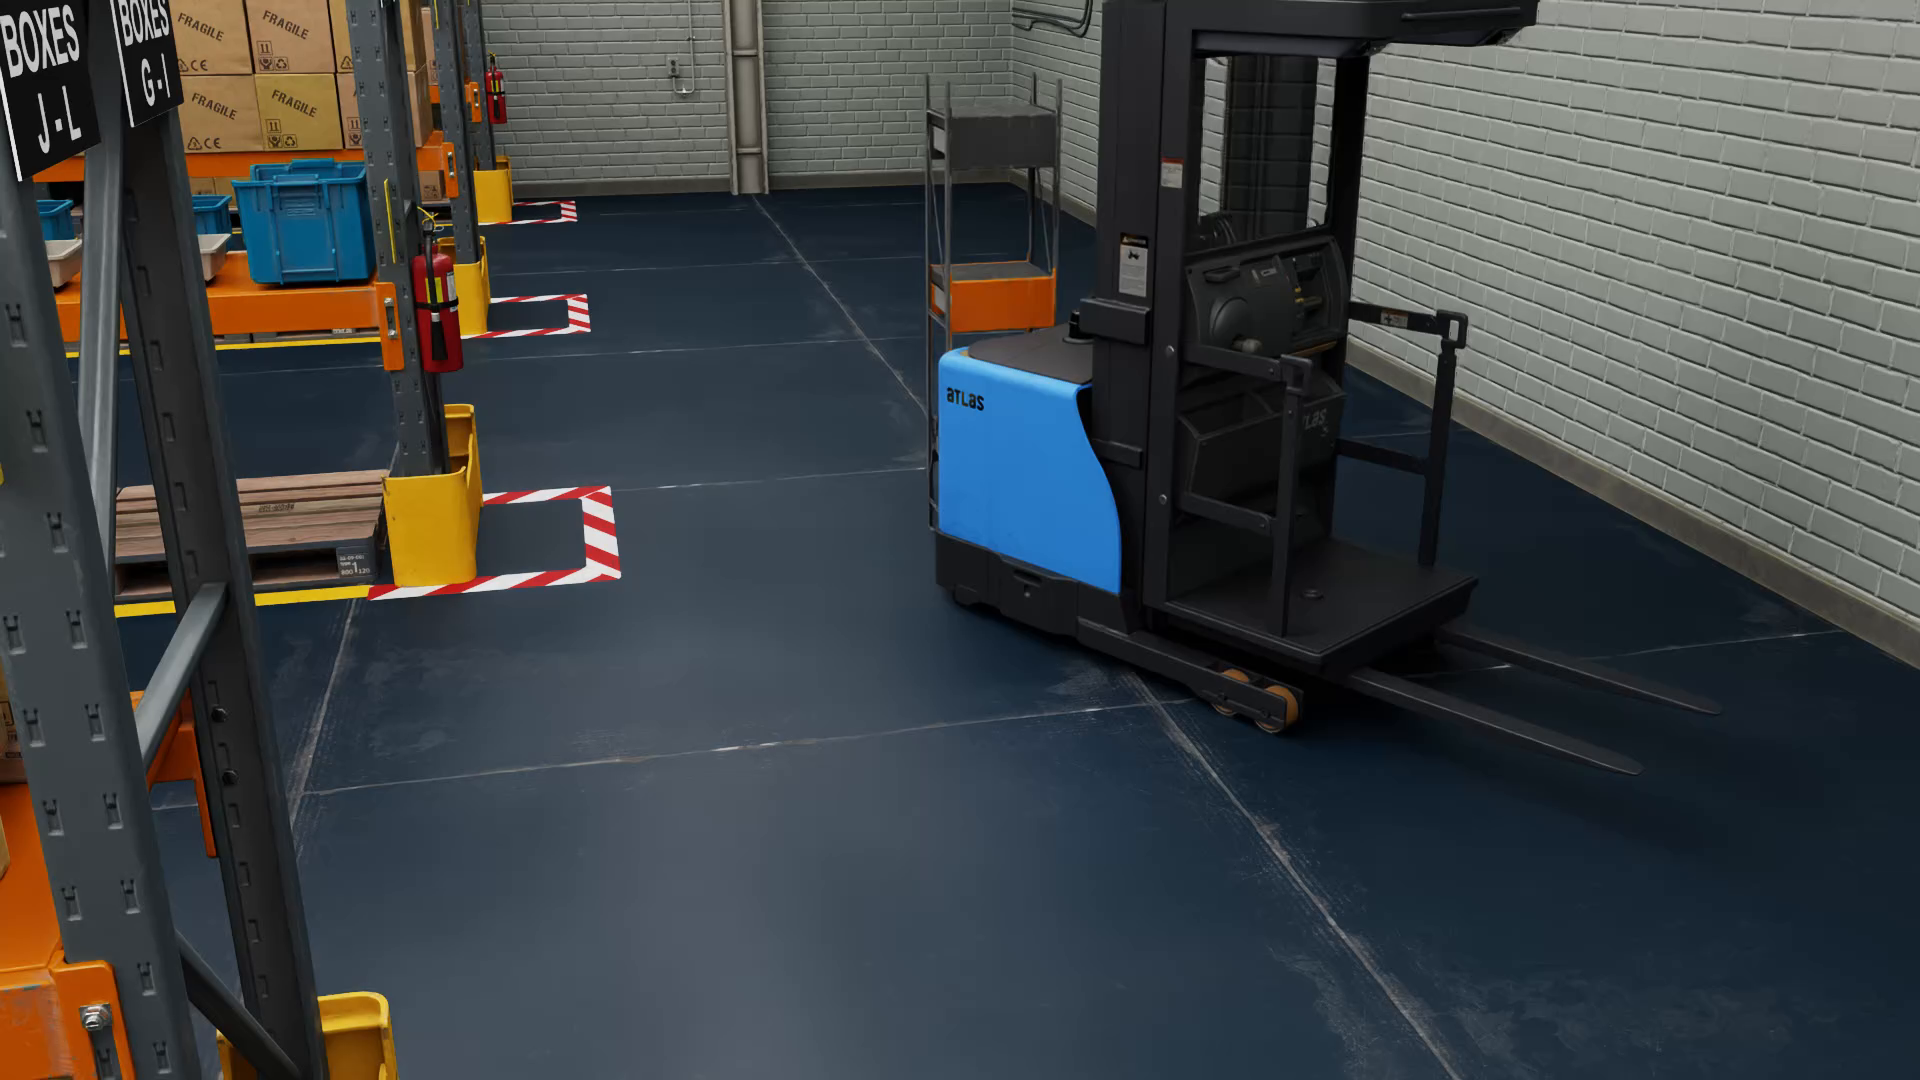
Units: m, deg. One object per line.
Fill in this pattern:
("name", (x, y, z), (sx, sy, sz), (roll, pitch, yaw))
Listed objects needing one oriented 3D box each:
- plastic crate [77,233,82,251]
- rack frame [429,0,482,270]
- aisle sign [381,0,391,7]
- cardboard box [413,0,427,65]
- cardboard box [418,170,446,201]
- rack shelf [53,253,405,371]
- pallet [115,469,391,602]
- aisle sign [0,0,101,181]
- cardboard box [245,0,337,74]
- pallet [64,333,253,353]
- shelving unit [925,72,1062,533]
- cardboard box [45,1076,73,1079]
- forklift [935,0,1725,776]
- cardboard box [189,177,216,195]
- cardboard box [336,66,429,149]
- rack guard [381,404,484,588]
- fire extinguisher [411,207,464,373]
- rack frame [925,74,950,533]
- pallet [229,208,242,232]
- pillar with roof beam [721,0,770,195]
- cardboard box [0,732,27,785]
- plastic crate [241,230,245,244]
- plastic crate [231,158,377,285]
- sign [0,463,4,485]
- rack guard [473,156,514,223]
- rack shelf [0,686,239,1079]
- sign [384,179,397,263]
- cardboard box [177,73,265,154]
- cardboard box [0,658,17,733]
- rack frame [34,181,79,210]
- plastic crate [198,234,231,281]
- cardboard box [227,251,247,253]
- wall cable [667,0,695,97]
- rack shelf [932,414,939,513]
("plastic crate", (-3.759, -1.342, 7.413), (0.298, 0.136, 0.250), (-5, 21, -12))
("rack frame", (-3.588, -3.057, 11.798), (0.127, 3.000, 1.000), (-5, 21, -12))
("aisle sign", (-2.314, -2.527, 6.571), (0.004, 0.787, 0.394), (-5, 21, -12))
("cardboard box", (-4.080, -3.626, 11.754), (0.500, 0.500, 0.500), (-4, 20, -11))
("cardboard box", (-5.389, -3.649, 16.439), (0.500, 0.500, 0.700), (-5, 21, -12))
("rack shelf", (-4.398, -0.902, 6.962), (4.000, 0.370, 1.077), (-5, 21, -12))
("pallet", (-3.263, -0.037, 7.608), (1.213, 0.211, 1.003), (-5, 21, -12))
("aisle sign", (-1.173, -0.866, 2.039), (0.004, 0.787, 0.394), (-5, 21, -12))
("cardboard box", (-4.449, -3.405, 11.151), (0.500, 0.500, 0.500), (-4, 21, -11))
("pallet", (-5.622, -1.582, 11.828), (1.213, 0.211, 1.003), (-5, 21, -12))
("shelving unit", (0.138, -1.005, 7.504), (0.503, 2.100, 0.431), (-5, 21, -14))
("cardboard box", (-1.916, 1.138, 2.827), (0.875, 0.875, 0.875), (-5, 21, -12))
("forklift", (1.285, -0.888, 5.978), (1.130, 2.935, 3.031), (-19, 27, -41))
("cardboard box", (-7.383, -3.485, 15.990), (0.500, 0.500, 0.700), (-5, 21, -13))
("cardboard box", (-3.961, -2.977, 11.435), (0.500, 0.500, 0.500), (-4, 20, -11))
("rack guard", (-2.431, -0.231, 7.718), (0.348, 0.500, 1.175), (-5, 21, -12))
("fire extinguisher", (-2.200, -1.047, 6.965), (0.183, 0.674, 0.296), (-5, 21, -12))
("rack frame", (-0.098, -0.984, 7.447), (0.015, 2.100, 0.400), (-5, 21, -14))
("pallet", (-6.676, -3.220, 16.299), (1.213, 0.211, 1.003), (-5, 21, -12))
("pillar with roof beam", (-1.312, -6.594, 12.732), (0.400, 9.000, 9.100), (-5, 21, -12))
("cardboard box", (-1.733, 0.295, 3.013), (0.250, 0.149, 0.380), (-4, 21, -12))
("plastic crate", (-3.099, -1.396, 7.560), (0.298, 0.136, 0.250), (-5, 21, -12))
("plastic crate", (-2.734, -1.354, 7.011), (0.499, 0.435, 0.616), (-5, 21, -12))
("sign", (-1.200, -0.212, 2.006), (0.005, 0.325, 0.100), (-5, 21, -12))
("rack guard", (-4.708, -3.543, 16.759), (0.348, 0.500, 1.175), (-5, 21, -12))
("rack shelf", (-3.258, 0.756, 2.436), (4.000, 0.370, 1.077), (-5, 21, -12))
("sign", (-2.309, -1.292, 6.743), (0.005, 0.325, 0.100), (-5, 21, -12))
("cardboard box", (-4.952, -2.897, 11.217), (0.500, 0.500, 0.500), (-4, 21, -12))
("cardboard box", (-1.841, 0.138, 2.862), (0.500, 0.250, 0.500), (-5, 21, -14))
("rack frame", (-8.624, -4.398, 15.459), (0.127, 3.000, 1.000), (-5, 21, -12))
("plastic crate", (-3.203, -1.177, 6.964), (0.243, 0.136, 0.396), (-5, 21, -12))
("cardboard box", (-5.155, -1.945, 12.121), (0.500, 0.250, 0.500), (-5, 21, -12))
("wall cable", (-3.703, -5.609, 17.290), (1.851, 1.984, 0.084), (-5, 21, -12))
("rack shelf", (0.138, -0.334, 7.750), (0.480, 0.518, 0.431), (-5, 21, -14))
